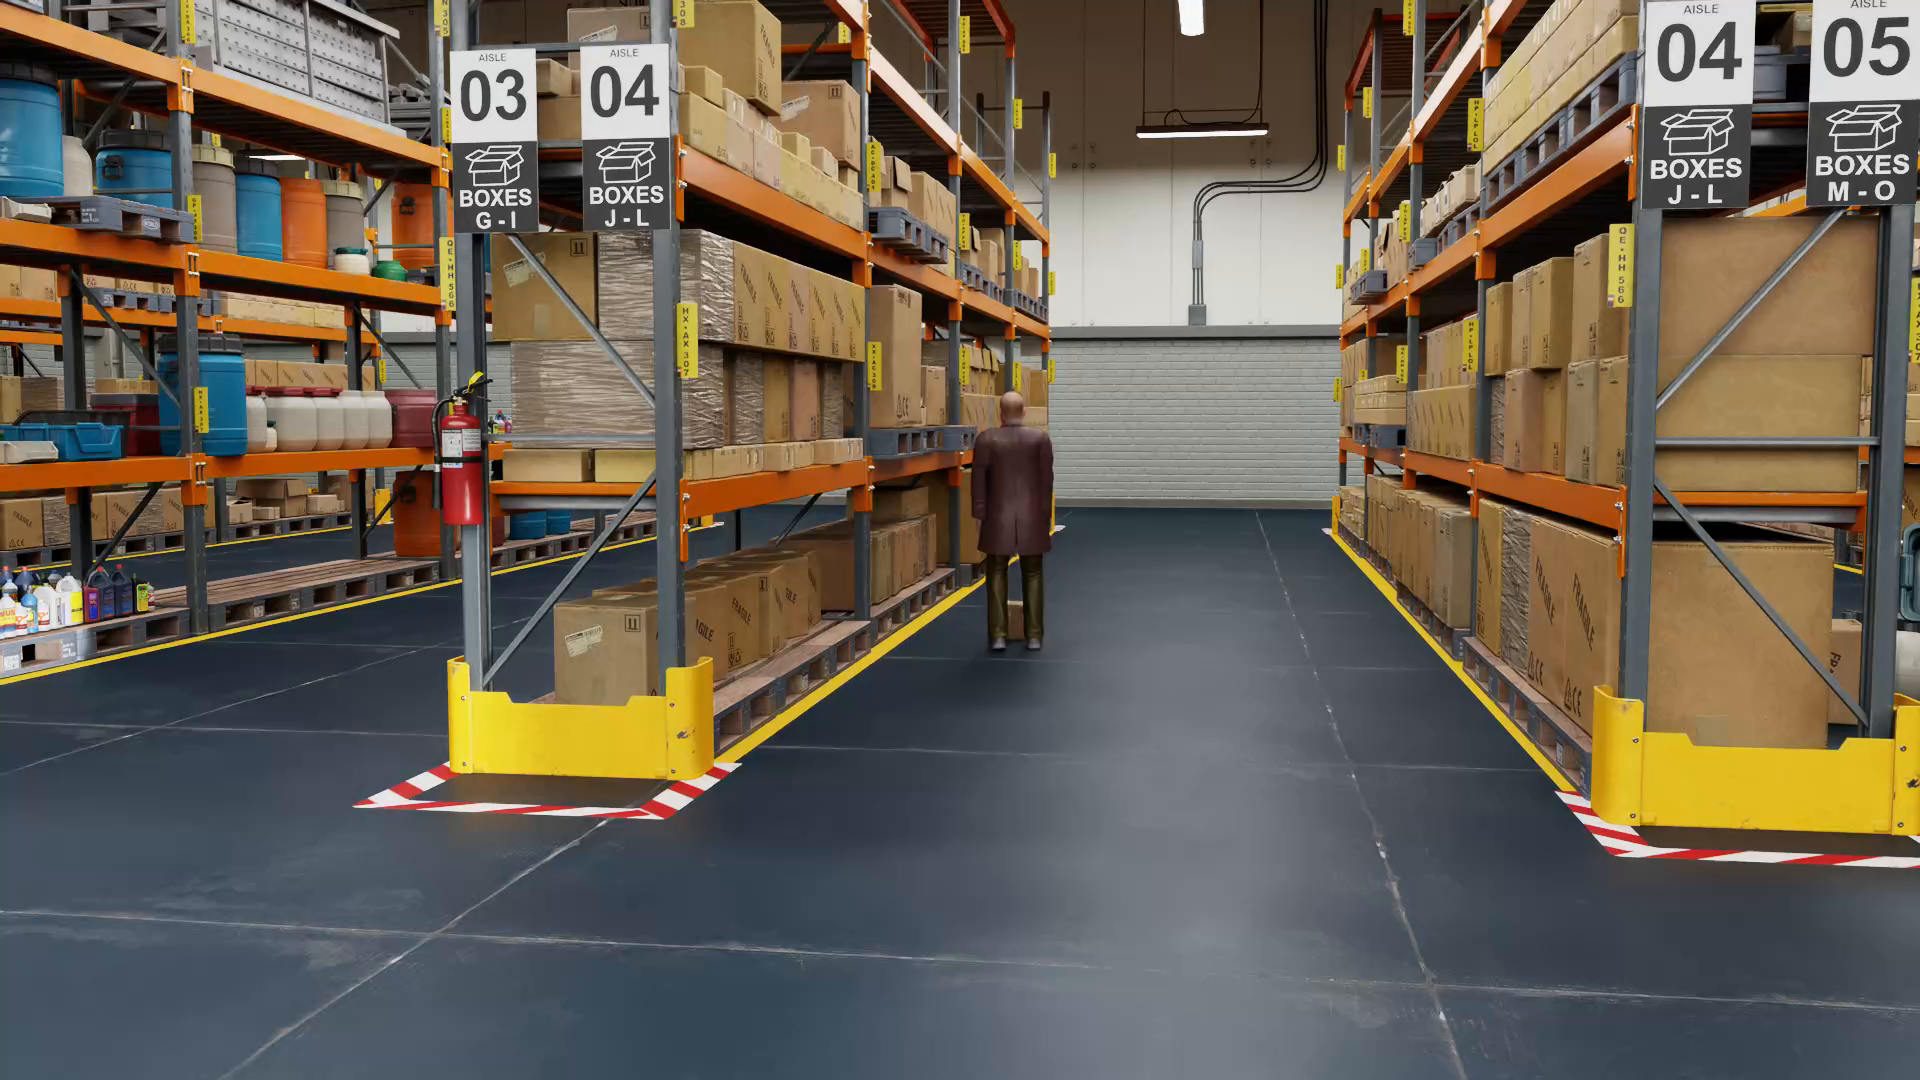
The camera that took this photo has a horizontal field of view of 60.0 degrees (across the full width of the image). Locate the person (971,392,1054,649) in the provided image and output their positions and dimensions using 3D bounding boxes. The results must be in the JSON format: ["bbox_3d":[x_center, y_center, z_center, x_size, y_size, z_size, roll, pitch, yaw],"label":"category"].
[{"bbox_3d":[0.357,-0.131,11.453,0.567,1.770,0.378,0,4,1],"label":"person"}]
